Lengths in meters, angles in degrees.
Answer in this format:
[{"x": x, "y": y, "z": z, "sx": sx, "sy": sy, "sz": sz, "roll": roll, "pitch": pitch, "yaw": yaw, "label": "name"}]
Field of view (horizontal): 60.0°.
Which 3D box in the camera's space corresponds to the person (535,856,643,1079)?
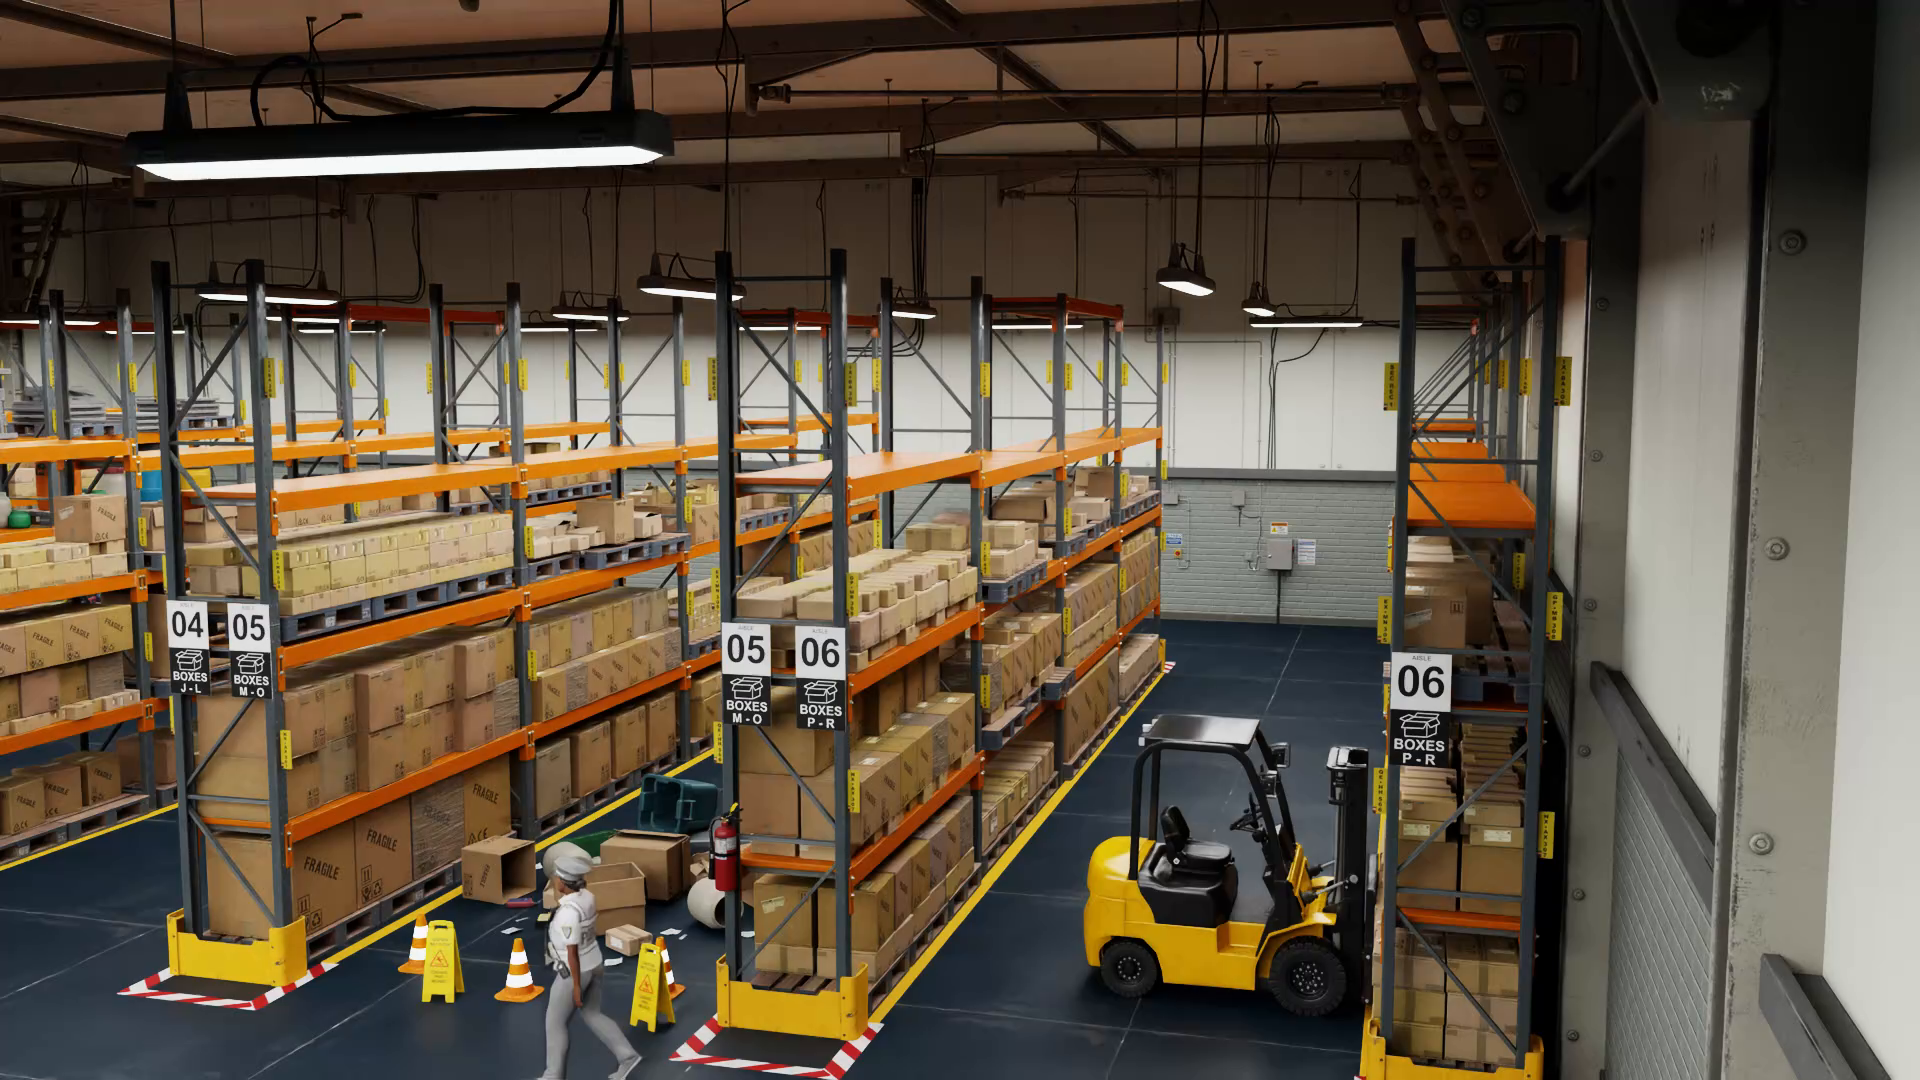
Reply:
[{"x": -2.699, "y": 3.083, "z": 11.870, "sx": 0.775, "sy": 1.661, "sz": 0.441, "roll": 1, "pitch": 6, "yaw": 12, "label": "person"}]
